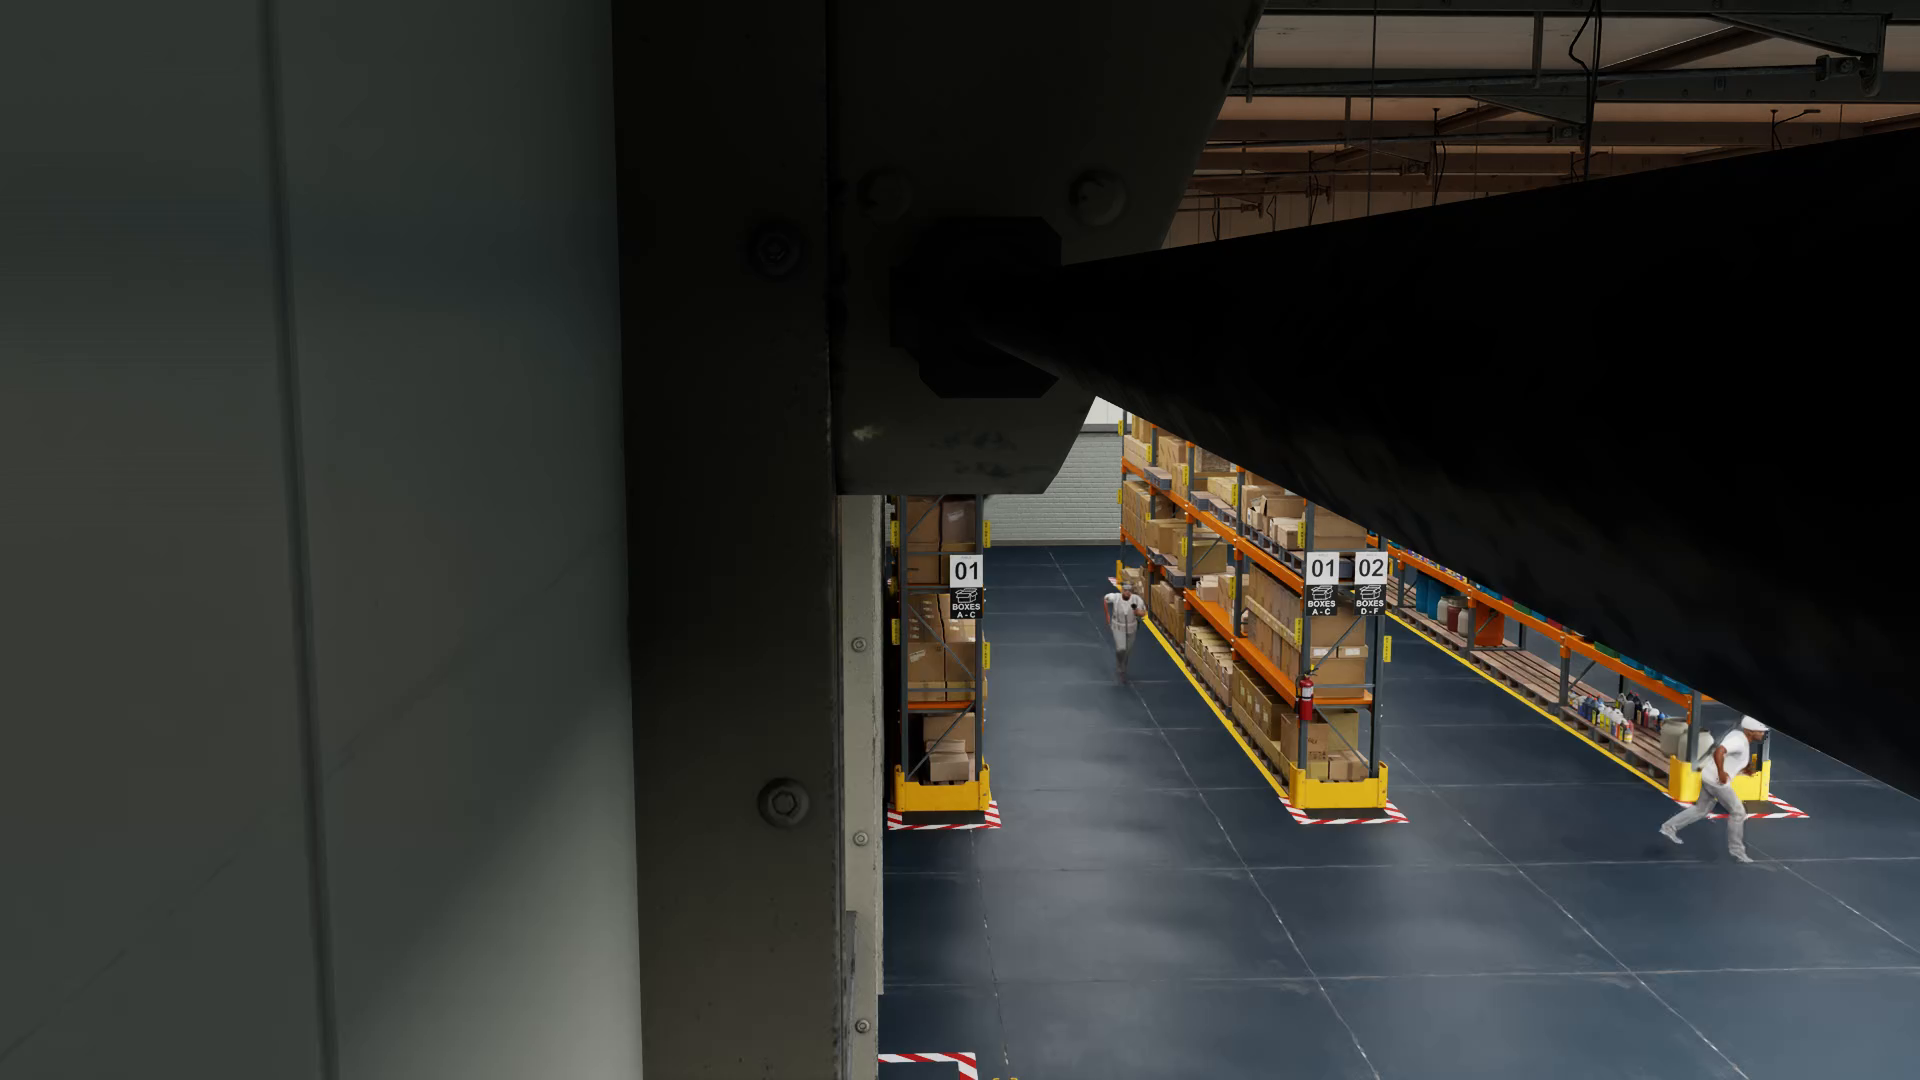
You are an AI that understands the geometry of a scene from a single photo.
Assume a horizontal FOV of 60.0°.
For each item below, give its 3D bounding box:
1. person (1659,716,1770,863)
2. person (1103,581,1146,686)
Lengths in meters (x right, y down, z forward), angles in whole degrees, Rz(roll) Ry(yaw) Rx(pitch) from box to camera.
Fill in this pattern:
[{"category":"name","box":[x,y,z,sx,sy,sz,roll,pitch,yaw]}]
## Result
[{"category":"person","box":[8.479,2.782,18.723,1.060,1.716,0.746,4,9,24]},{"category":"person","box":[2.683,1.490,27.166,0.647,1.753,0.930,-1,8,-8]}]
